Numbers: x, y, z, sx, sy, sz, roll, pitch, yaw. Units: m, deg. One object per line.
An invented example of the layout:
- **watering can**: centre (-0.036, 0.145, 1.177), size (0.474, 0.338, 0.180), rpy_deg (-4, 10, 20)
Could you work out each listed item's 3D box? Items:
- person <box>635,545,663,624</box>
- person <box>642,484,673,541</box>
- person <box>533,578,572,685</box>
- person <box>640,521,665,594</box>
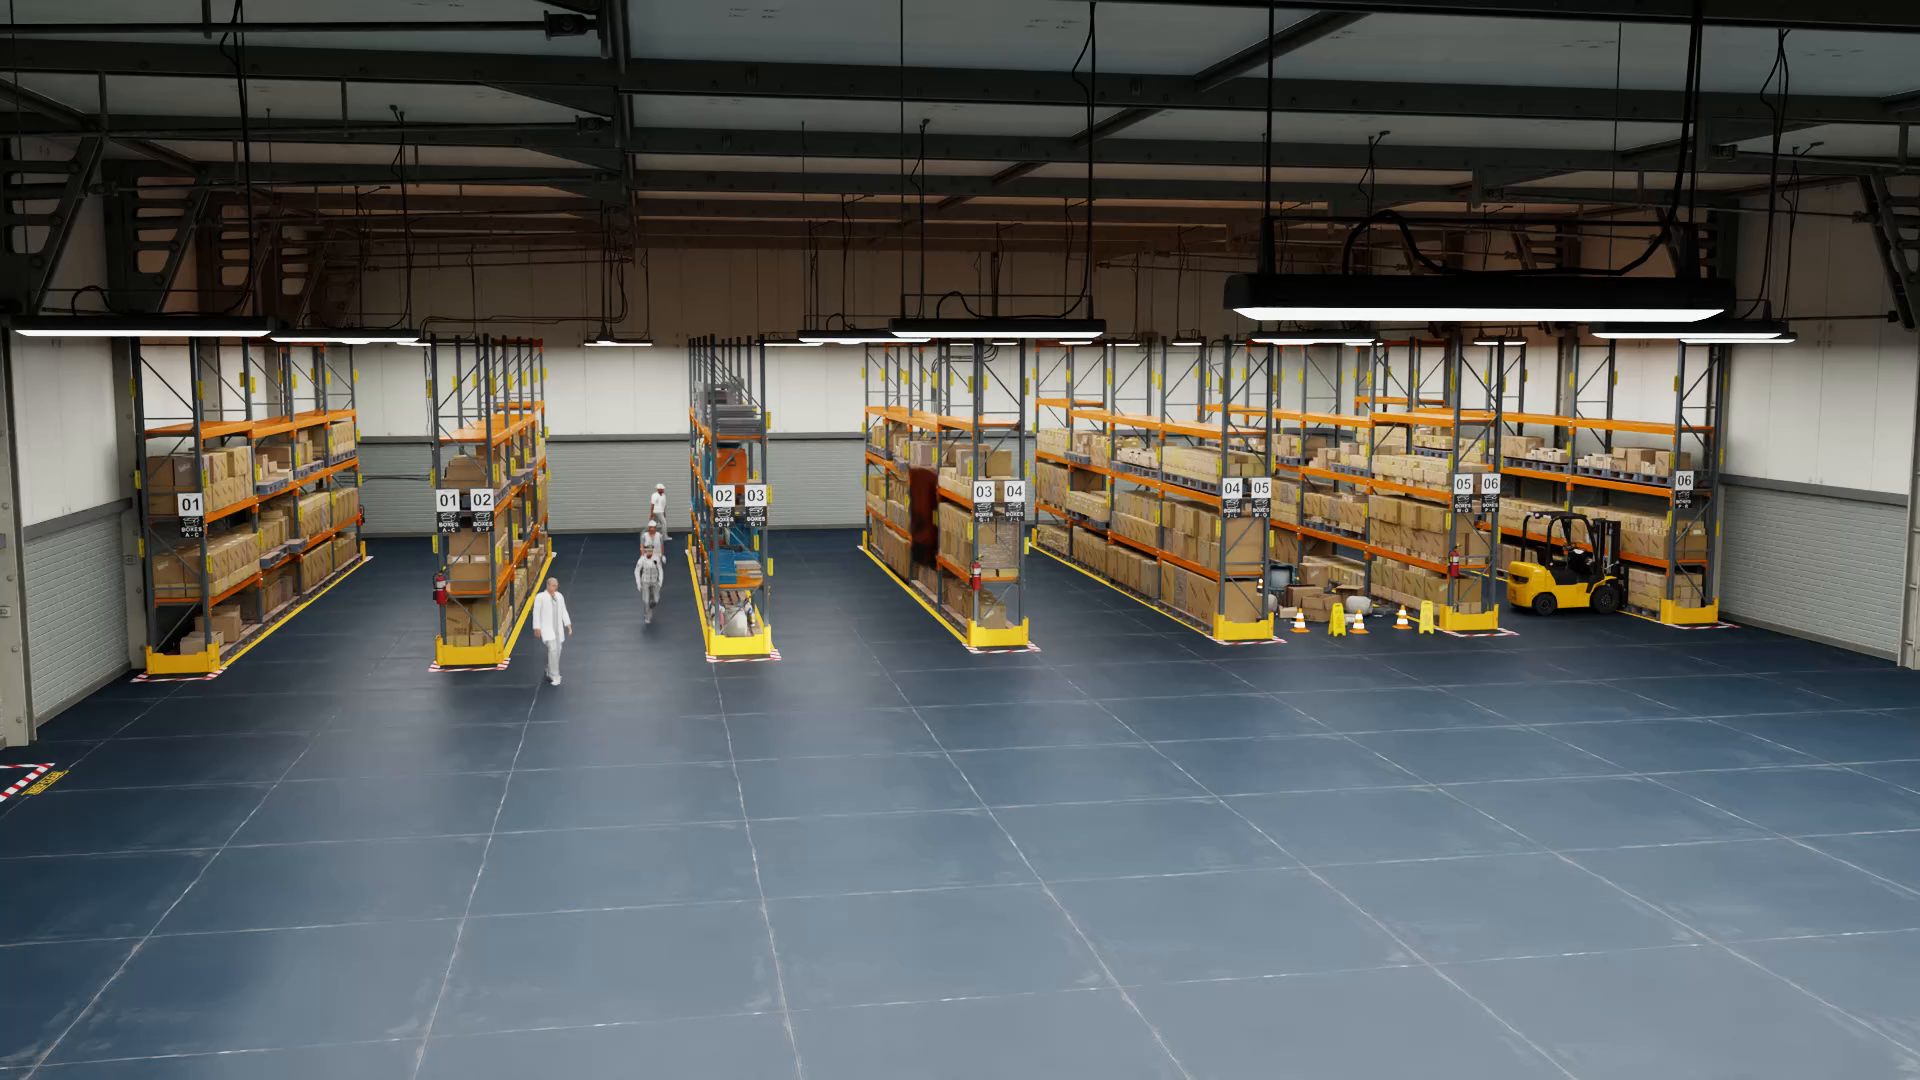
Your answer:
- **person**: centre (-6.561, 0.904, 35.034), size (0.583, 1.659, 0.548), rpy_deg (-3, 7, -21)
- **person**: centre (-9.070, -0.837, 49.867), size (1.076, 1.716, 0.548), rpy_deg (1, 7, 11)
- **person**: centre (-7.010, 1.568, 28.753), size (0.699, 1.818, 0.612), rpy_deg (5, 9, 40)
- **person**: centre (-7.130, 0.430, 38.463), size (0.541, 1.756, 0.866), rpy_deg (0, 7, -1)
